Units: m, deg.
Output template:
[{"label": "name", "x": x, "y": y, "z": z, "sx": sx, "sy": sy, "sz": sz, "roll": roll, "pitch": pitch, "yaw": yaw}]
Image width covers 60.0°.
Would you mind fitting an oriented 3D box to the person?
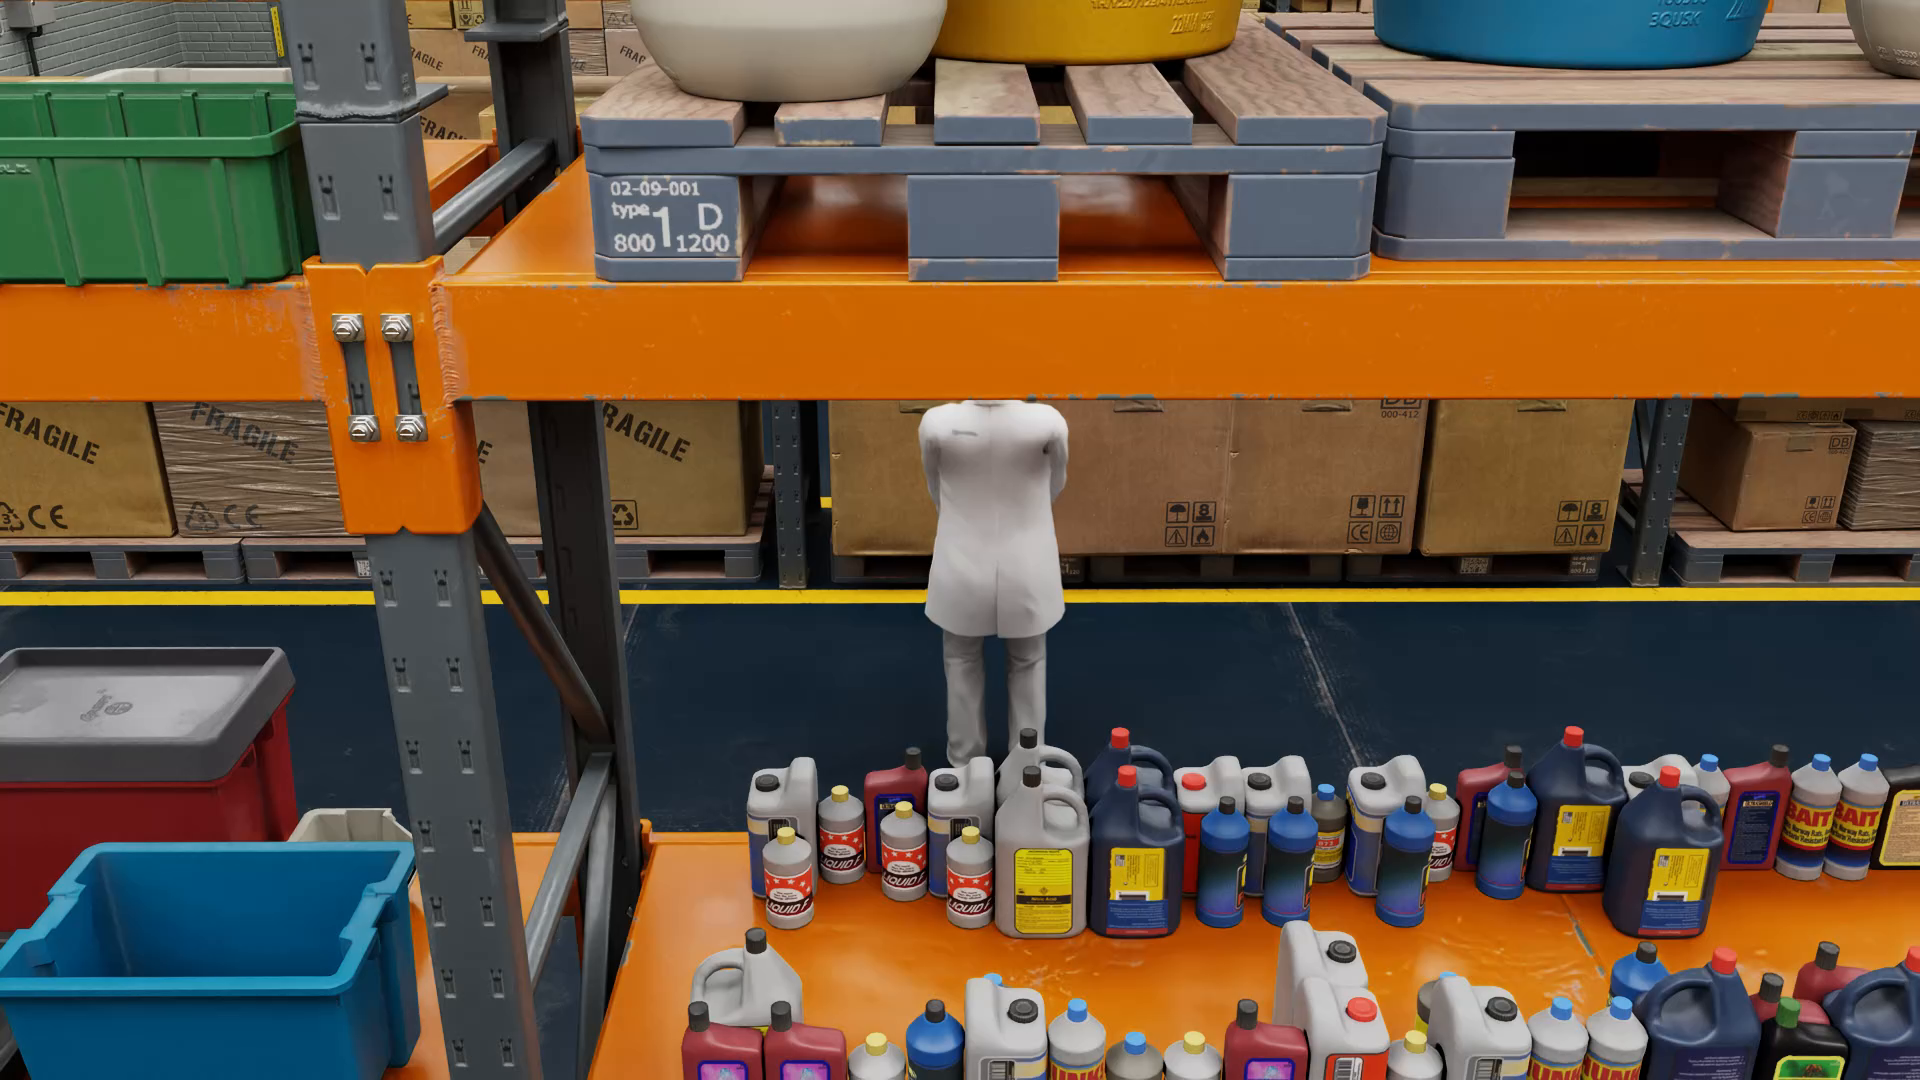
[{"label": "person", "x": 0.118, "y": 0.048, "z": 6.016, "sx": 0.526, "sy": 1.778, "sz": 0.543, "roll": 0, "pitch": 24, "yaw": -1}]
